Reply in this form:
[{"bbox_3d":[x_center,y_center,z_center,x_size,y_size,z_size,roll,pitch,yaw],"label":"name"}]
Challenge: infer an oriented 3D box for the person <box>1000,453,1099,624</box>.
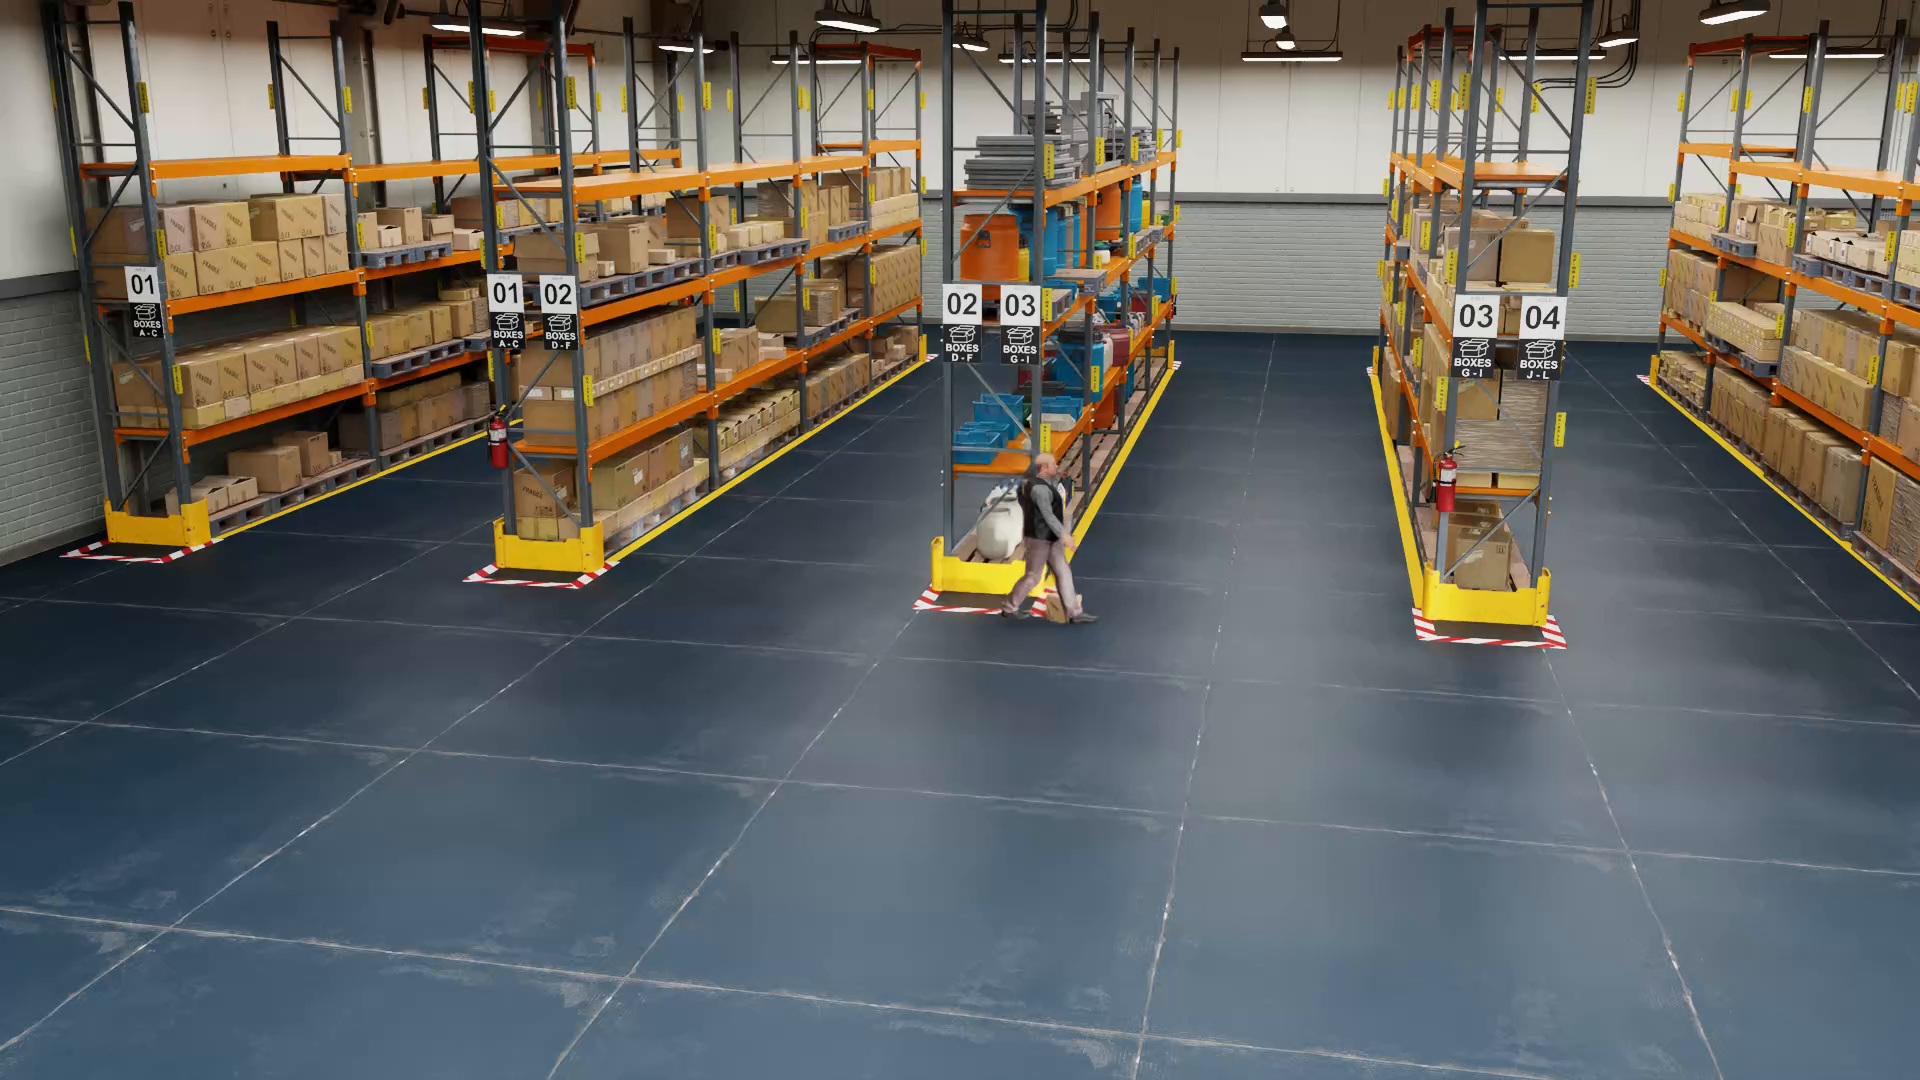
[{"bbox_3d":[0.878,-0.014,16.091,0.973,1.669,0.596,3,15,11],"label":"person"}]
